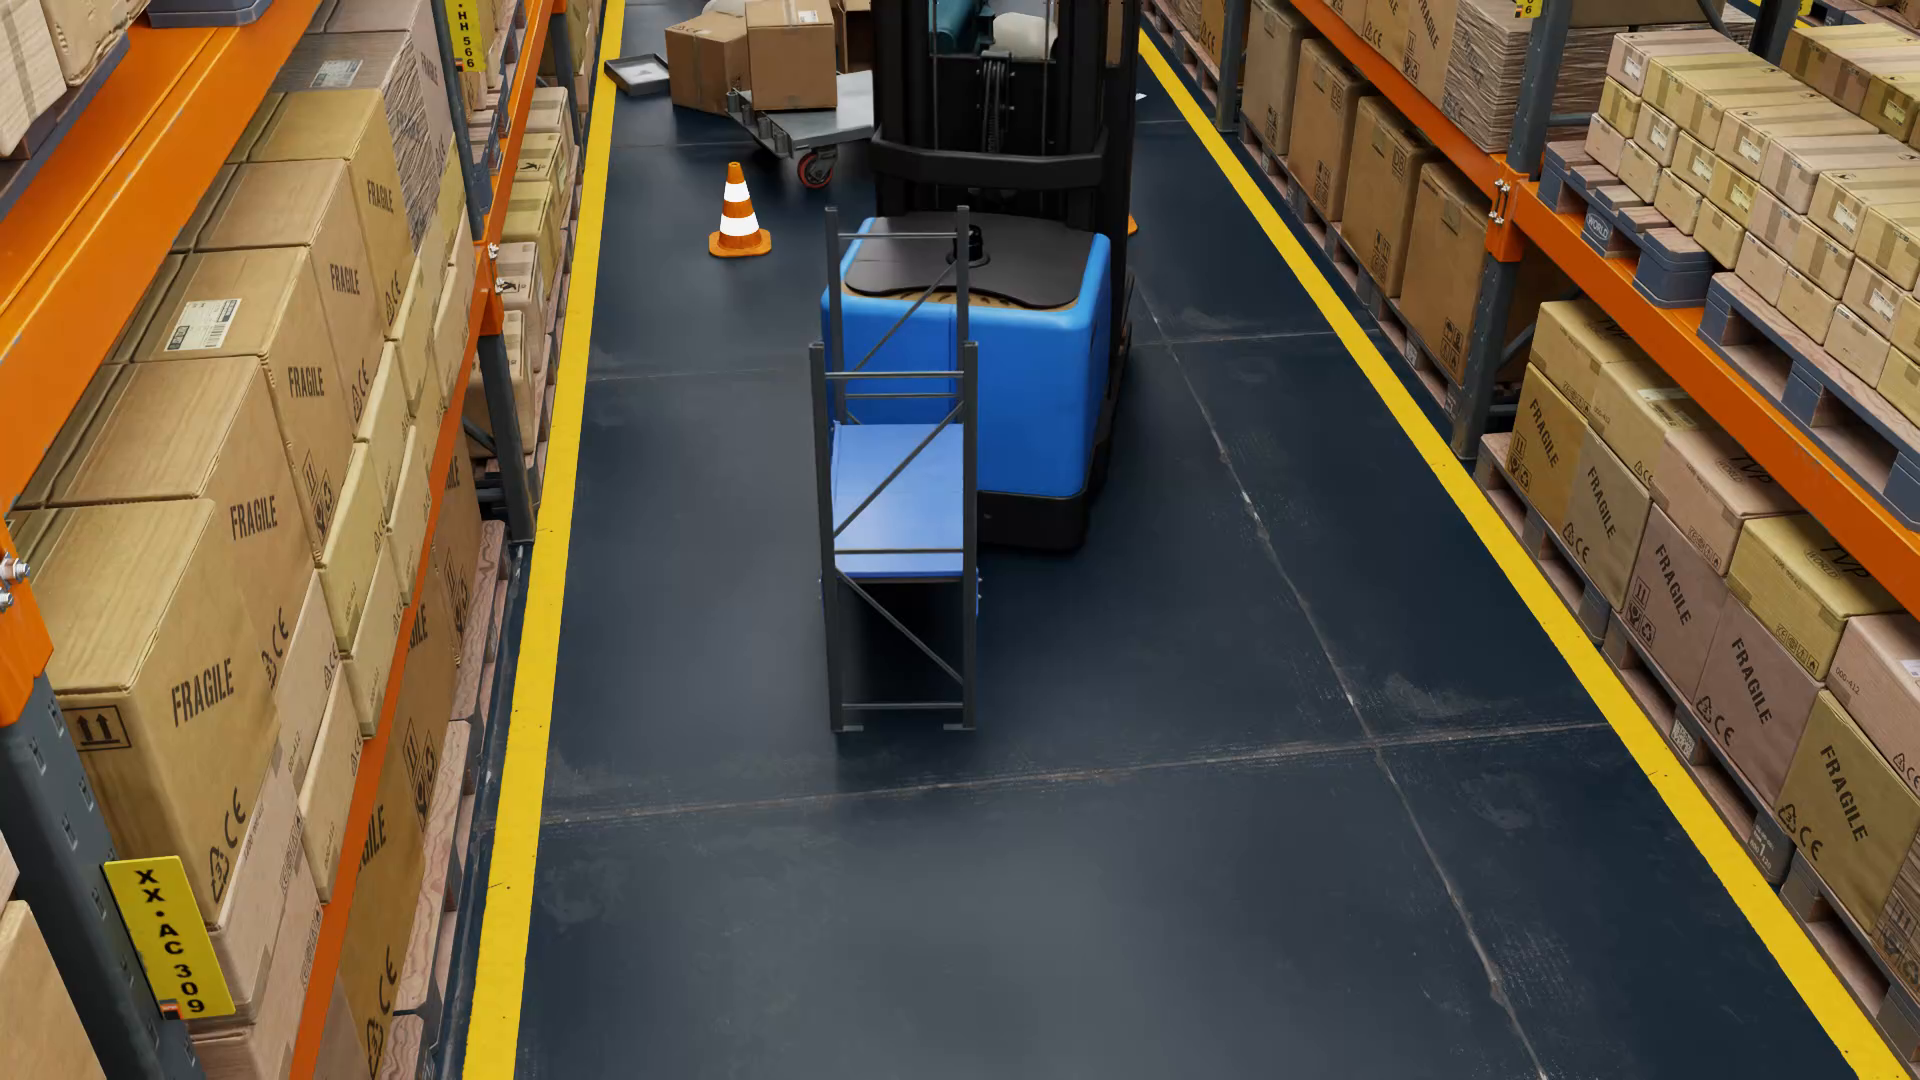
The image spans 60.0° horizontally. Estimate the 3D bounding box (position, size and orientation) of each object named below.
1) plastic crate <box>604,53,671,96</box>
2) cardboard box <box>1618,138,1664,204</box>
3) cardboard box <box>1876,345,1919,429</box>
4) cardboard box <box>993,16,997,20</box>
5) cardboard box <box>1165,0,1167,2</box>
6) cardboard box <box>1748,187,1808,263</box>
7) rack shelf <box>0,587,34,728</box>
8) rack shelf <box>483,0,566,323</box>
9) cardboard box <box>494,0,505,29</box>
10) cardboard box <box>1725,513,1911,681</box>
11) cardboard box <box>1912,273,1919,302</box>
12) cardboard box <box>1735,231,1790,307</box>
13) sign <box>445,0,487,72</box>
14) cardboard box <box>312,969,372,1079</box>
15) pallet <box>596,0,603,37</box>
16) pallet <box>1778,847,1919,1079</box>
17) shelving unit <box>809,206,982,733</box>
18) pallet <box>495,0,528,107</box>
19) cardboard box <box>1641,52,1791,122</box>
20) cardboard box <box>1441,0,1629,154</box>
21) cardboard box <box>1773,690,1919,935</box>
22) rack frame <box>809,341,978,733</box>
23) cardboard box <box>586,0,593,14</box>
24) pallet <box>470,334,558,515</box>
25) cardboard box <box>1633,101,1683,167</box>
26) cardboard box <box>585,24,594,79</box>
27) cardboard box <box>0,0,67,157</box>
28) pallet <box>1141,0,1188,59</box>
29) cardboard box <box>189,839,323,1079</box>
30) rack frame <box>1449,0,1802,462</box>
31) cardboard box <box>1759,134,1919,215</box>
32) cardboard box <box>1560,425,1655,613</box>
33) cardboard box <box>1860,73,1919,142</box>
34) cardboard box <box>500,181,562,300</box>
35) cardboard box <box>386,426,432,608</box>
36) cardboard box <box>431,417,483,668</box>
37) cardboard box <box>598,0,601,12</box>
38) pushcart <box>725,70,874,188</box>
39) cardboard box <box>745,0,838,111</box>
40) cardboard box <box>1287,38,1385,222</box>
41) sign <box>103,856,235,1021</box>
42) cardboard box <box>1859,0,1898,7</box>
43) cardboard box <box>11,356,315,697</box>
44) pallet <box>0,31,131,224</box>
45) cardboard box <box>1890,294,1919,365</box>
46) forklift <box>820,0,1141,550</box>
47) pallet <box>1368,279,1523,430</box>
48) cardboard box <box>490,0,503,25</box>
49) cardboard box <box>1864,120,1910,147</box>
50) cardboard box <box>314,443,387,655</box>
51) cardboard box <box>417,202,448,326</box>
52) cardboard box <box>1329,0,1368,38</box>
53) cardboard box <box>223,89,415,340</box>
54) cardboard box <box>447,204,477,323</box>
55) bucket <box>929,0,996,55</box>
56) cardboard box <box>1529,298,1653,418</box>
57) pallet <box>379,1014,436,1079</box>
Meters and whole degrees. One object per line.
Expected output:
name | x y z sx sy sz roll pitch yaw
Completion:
plastic crate | -2.161 -3.184 11.351 0.402 0.080 0.583 -16 38 -23
cardboard box | 2.563 -1.307 5.854 0.380 0.149 0.250 -3 34 -4
cardboard box | 2.777 -0.422 4.557 0.380 0.149 0.250 -3 34 -4
cardboard box | 0.073 -3.574 11.758 0.396 0.266 0.258 1 34 2
cardboard box | 1.868 -4.547 12.272 0.875 0.875 0.875 -5 35 -7
cardboard box | 2.678 -0.980 5.110 0.380 0.149 0.250 -4 35 -6
rack shelf | -1.417 1.186 0.322 1.077 0.370 4.000 -4 35 -6
rack shelf | -2.493 -2.039 7.717 1.077 0.370 4.000 -4 35 -6
cardboard box | -2.253 -2.391 7.445 0.380 0.149 0.250 -3 34 -5
cardboard box | 2.714 0.152 5.044 0.500 0.250 0.500 -6 35 -8
cardboard box | 2.783 -0.672 4.394 0.380 0.149 0.250 -6 35 -9
cardboard box | 2.676 -0.857 5.194 0.380 0.149 0.250 -3 34 -5
sign | -1.675 -1.743 5.615 0.100 0.325 0.005 -4 35 -6
cardboard box | -1.849 1.376 3.580 0.875 0.875 0.875 -3 34 -5
pallet | -3.216 -4.034 12.482 1.003 0.211 1.213 -4 35 -6
pallet | 3.099 1.299 4.657 1.003 0.211 1.213 -4 35 -6
shelving unit | -0.208 -0.248 5.782 0.538 1.500 1.048 -1 34 -1
pallet | -2.531 -2.243 7.547 1.003 0.211 1.213 -4 35 -6
cardboard box | 2.576 -1.545 5.675 0.380 0.149 0.250 -5 35 -8
cardboard box | 2.341 -1.924 6.821 0.500 0.500 0.500 -4 35 -6
cardboard box | 2.787 0.760 4.818 0.500 0.500 0.500 -5 35 -8
rack frame | -0.197 0.038 5.362 0.500 1.500 0.032 -1 34 -1
cardboard box | -2.726 -3.737 10.972 0.500 0.500 0.500 -3 34 -4
pallet | -2.328 -0.504 7.302 1.003 0.211 1.213 -4 35 -6
cardboard box | 2.572 -1.408 5.739 0.380 0.149 0.250 -3 34 -4
cardboard box | -2.657 -3.136 10.757 0.500 0.250 0.500 -3 34 -4
cardboard box | -1.407 -0.651 2.125 0.396 0.266 0.258 -5 35 -7
pallet | 1.937 -3.844 12.203 1.003 0.211 1.213 -4 35 -6
cardboard box | -1.484 0.808 3.033 0.500 0.250 0.500 -5 35 -7
rack frame | 2.667 -1.652 6.510 1.000 3.000 0.127 -4 35 -6
cardboard box | 2.678 -1.109 5.035 0.380 0.149 0.250 -3 34 -4
cardboard box | 2.581 -0.098 6.077 0.500 0.500 0.500 -4 34 -6
cardboard box | 3.254 -1.442 5.524 0.380 0.149 0.250 -3 34 -5
cardboard box | -2.494 -1.459 8.187 0.950 0.372 0.625 -3 34 -5
cardboard box | -1.666 -0.047 4.289 0.500 0.250 0.500 -5 35 -7
cardboard box | -2.214 -0.124 5.782 0.875 0.875 0.875 -5 35 -7
cardboard box | -2.863 -4.001 12.027 0.500 0.250 0.500 -4 35 -6
pushcart | -0.510 -2.569 10.185 1.648 0.377 0.936 -16 38 -23
cardboard box | -1.002 -2.884 9.865 0.500 0.500 0.500 -4 35 -6
cardboard box | 2.428 -2.249 9.012 1.050 0.750 0.750 -4 35 -6
sign | -1.136 0.579 2.398 0.100 0.325 0.005 -4 35 -6
cardboard box | 6.798 -4.229 12.139 0.500 0.500 0.500 -7 35 -11
cardboard box | -1.556 0.008 3.098 0.500 0.500 0.500 -5 35 -7
pallet | -1.858 -0.656 2.556 0.805 0.209 1.217 -6 35 -8
cardboard box | 2.775 -0.554 4.486 0.380 0.149 0.250 -4 35 -6
forklift | 0.223 -1.993 7.071 1.130 2.935 3.031 6 35 8
pallet | 2.636 -0.945 7.949 1.003 0.211 1.213 -4 35 -6
cardboard box | -2.210 -2.413 6.901 0.500 0.500 0.500 -4 34 -6
cardboard box | 3.261 -1.308 5.591 0.380 0.149 0.250 -4 34 -5
cardboard box | -1.605 0.028 3.735 0.500 0.250 0.500 -4 34 -6
cardboard box | -1.835 -0.828 4.991 0.500 0.250 0.500 -5 35 -8
cardboard box | 2.135 -2.767 8.058 0.500 0.500 0.500 -4 34 -6
cardboard box | -1.758 -0.843 4.346 0.500 0.500 0.500 -4 35 -6
cardboard box | -1.899 -0.896 5.534 0.500 0.250 0.500 -6 35 -8
bucket | -0.174 -3.060 10.134 0.726 0.611 0.620 7 45 10
cardboard box | 2.520 -0.699 6.293 0.500 0.250 0.500 -6 35 -9
pallet | -1.865 1.739 4.010 1.003 0.211 1.213 -4 35 -6
